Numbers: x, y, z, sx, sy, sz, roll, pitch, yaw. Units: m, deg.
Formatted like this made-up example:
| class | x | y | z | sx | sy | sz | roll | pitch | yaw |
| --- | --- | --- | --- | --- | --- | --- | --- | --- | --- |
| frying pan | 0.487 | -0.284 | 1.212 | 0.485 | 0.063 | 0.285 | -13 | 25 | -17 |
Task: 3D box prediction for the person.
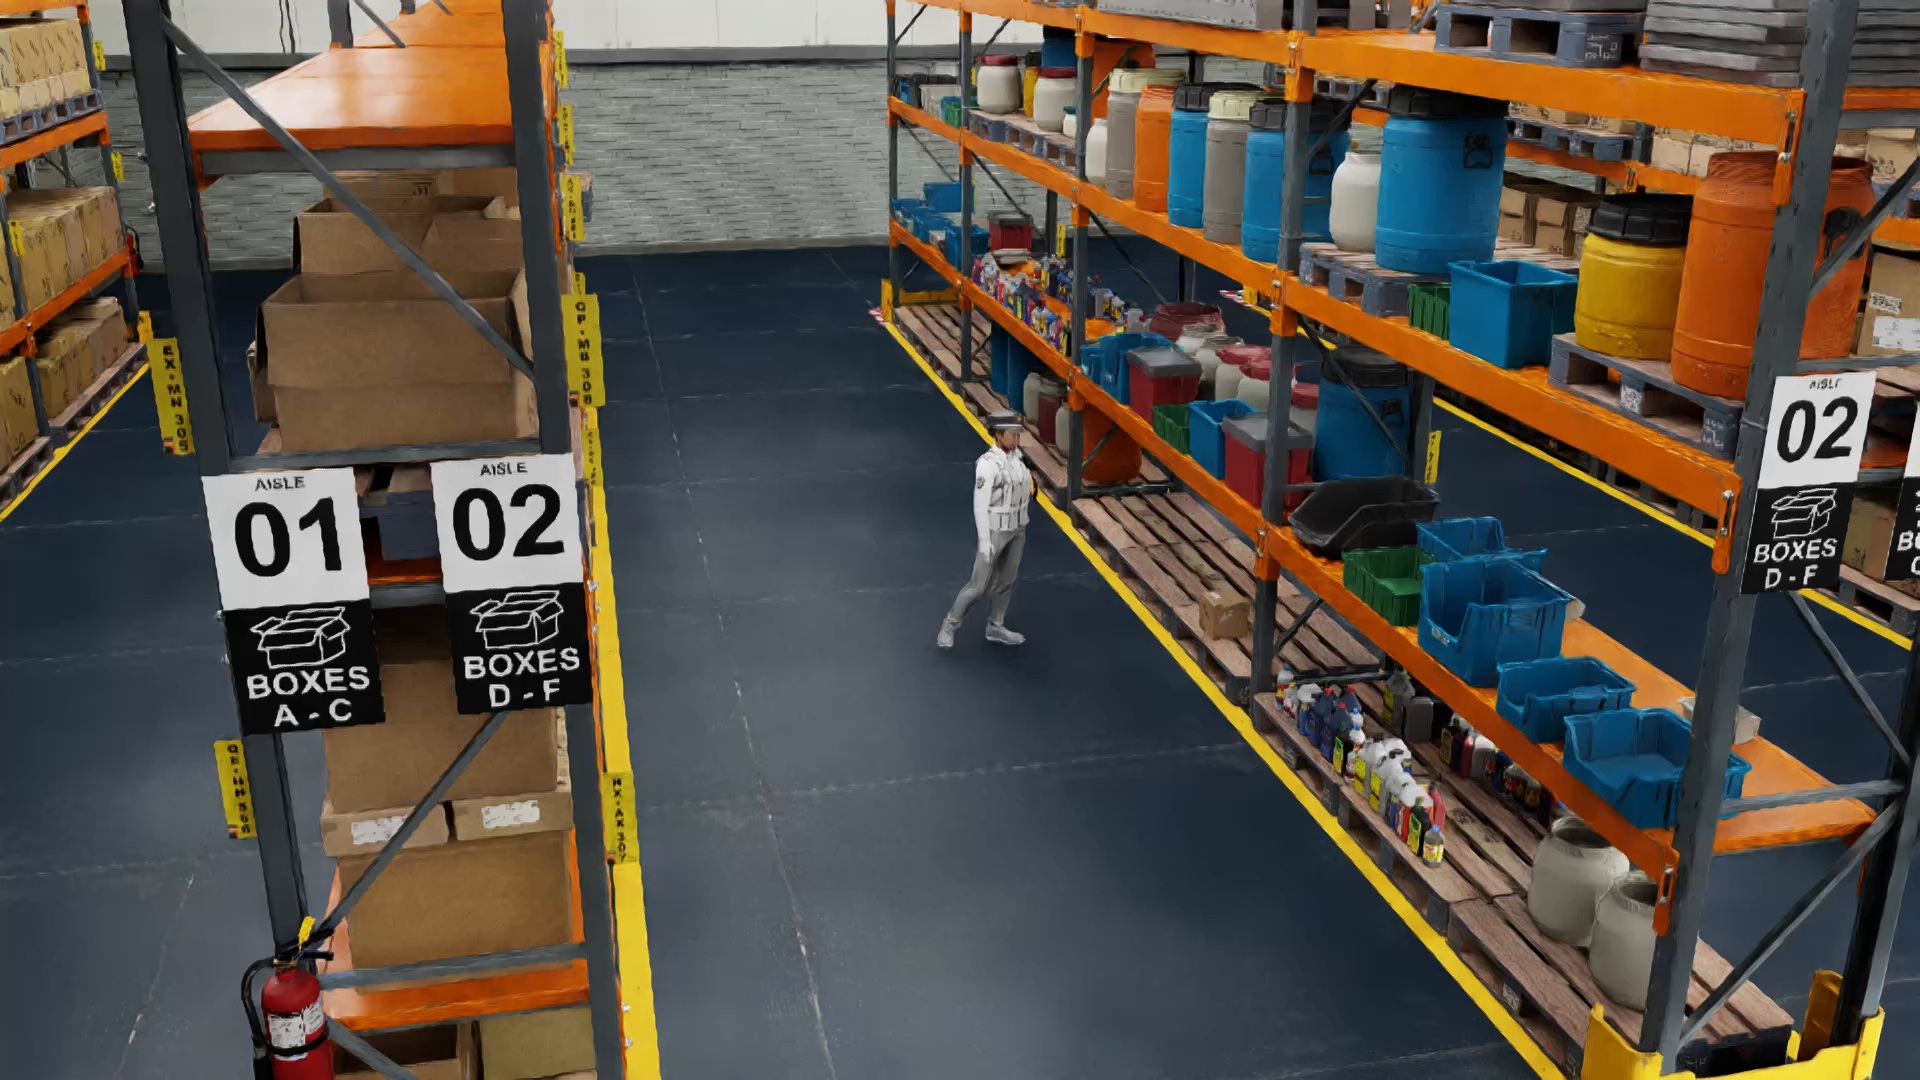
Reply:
| class | x | y | z | sx | sy | sz | roll | pitch | yaw |
| --- | --- | --- | --- | --- | --- | --- | --- | --- | --- |
| person | 0.164 | -0.060 | 11.222 | 0.492 | 1.667 | 0.673 | 16 | 25 | 37 |
